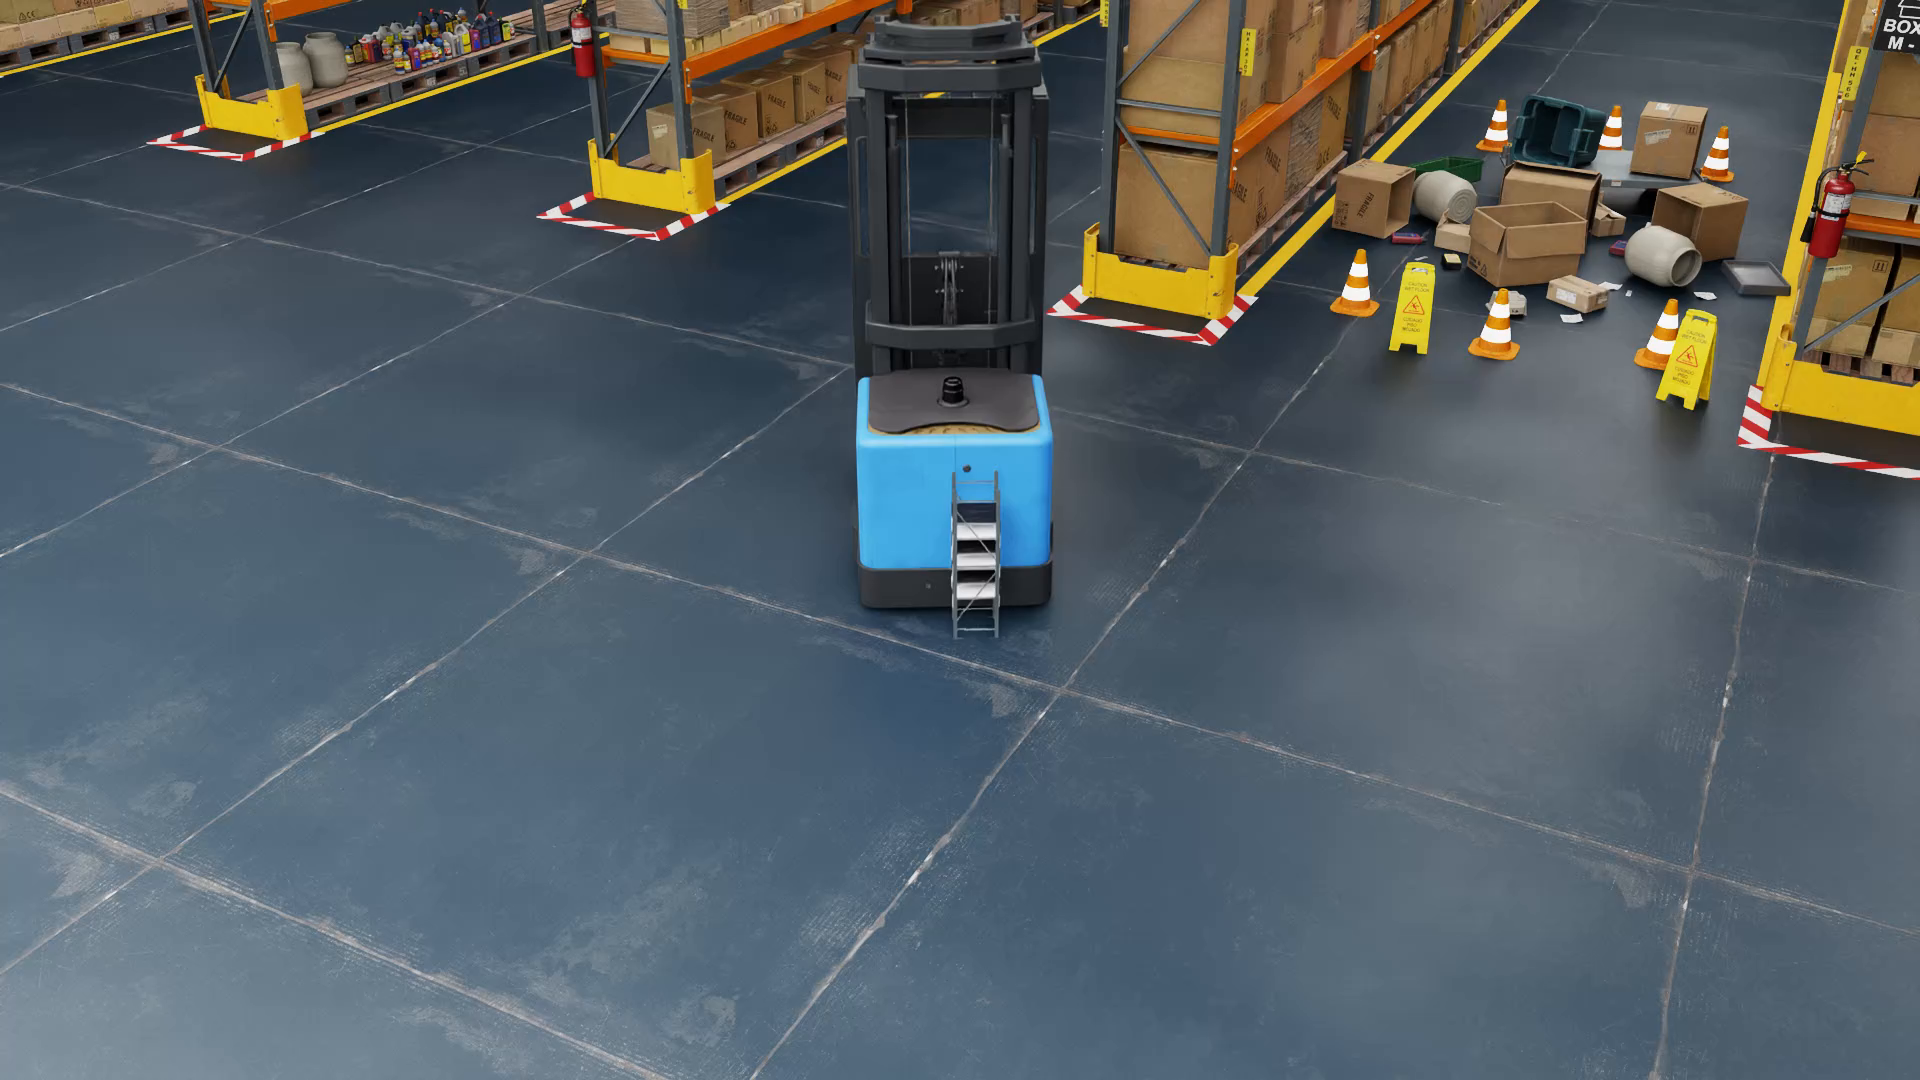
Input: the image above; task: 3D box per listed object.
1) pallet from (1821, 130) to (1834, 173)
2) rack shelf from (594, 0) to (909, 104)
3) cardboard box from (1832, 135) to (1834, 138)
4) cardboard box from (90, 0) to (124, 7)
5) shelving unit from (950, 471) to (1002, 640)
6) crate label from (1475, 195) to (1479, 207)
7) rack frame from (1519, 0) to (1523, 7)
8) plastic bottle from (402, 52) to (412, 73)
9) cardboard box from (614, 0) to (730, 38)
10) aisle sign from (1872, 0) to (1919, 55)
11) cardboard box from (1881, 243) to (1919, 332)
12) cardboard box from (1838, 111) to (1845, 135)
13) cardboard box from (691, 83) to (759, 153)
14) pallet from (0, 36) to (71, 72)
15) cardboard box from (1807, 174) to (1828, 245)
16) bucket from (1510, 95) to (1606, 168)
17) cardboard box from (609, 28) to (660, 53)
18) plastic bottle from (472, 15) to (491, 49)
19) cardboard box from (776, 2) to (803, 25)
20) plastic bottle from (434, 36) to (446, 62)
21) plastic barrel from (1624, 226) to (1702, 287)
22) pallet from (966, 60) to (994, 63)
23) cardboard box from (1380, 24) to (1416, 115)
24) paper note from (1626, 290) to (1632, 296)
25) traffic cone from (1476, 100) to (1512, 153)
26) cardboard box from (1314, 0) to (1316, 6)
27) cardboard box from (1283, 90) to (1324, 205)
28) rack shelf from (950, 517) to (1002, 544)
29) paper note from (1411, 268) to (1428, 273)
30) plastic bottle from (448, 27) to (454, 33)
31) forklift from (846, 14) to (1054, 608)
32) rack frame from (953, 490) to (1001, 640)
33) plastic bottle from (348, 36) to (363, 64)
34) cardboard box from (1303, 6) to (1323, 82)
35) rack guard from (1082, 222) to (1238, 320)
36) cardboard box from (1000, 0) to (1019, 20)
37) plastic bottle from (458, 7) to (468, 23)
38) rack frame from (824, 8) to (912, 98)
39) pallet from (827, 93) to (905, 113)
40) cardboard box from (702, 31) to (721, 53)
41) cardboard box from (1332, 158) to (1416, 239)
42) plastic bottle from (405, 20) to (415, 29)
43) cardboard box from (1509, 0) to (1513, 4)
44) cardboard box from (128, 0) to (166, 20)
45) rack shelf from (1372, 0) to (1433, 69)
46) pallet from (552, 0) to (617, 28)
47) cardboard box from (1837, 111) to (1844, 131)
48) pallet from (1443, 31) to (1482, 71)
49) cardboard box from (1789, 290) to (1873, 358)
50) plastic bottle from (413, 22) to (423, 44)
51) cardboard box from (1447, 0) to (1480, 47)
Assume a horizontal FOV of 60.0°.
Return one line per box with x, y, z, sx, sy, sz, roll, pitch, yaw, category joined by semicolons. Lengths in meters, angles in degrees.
8.735;-3.563;15.742;1.003;0.211;1.213;14;33;23;pallet
-1.906;-4.933;16.051;1.077;0.370;4.000;14;33;23;rack shelf
8.389;-3.479;15.013;0.950;0.372;0.625;16;34;26;cardboard box
-10.506;-6.774;20.121;0.500;0.500;0.500;14;33;23;cardboard box
0.081;0.086;8.694;0.258;0.900;0.210;-1;30;-2;shelving unit
4.497;-3.060;14.942;0.298;0.136;0.250;-7;31;-11;crate label
7.019;-8.508;21.554;1.000;3.000;0.127;14;33;23;rack frame
-6.075;-5.238;18.228;0.097;0.201;0.097;0;30;0;plastic bottle
-2.542;-4.768;14.643;0.875;0.500;0.500;14;33;23;cardboard box
5.719;-3.276;9.832;0.394;0.787;0.004;14;33;23;aisle sign
6.629;-1.731;11.338;0.500;0.500;0.500;13;32;22;cardboard box
6.470;-3.028;11.611;0.500;0.500;0.500;14;33;23;cardboard box
-2.276;-4.002;15.796;0.500;0.500;0.500;24;38;36;cardboard box
-11.323;-5.747;19.545;1.003;0.211;1.213;14;33;23;pallet
6.847;-2.529;12.728;0.500;0.500;0.500;16;34;26;cardboard box
5.365;-3.618;14.799;0.620;0.611;0.726;-14;31;-42;bucket
-2.871;-4.423;14.692;0.380;0.149;0.250;14;33;23;cardboard box
-5.528;-5.861;19.163;0.144;0.351;0.185;13;32;21;plastic bottle
-1.705;-4.965;15.636;0.380;0.149;0.250;14;33;23;cardboard box
-5.829;-5.509;18.629;0.097;0.271;0.097;0;30;0;plastic bottle
5.598;-2.252;13.247;0.421;0.421;0.512;-12;32;-20;plastic barrel
-0.087;-5.811;19.657;1.003;0.211;1.213;14;33;23;pallet
4.020;-4.891;17.092;1.050;0.750;0.750;14;33;23;cardboard box
5.284;-1.949;13.133;0.032;0.001;0.123;14;33;23;paper note
5.330;-4.114;16.449;0.336;0.463;0.334;14;33;23;traffic cone
2.426;-4.624;13.555;0.875;0.550;0.500;14;33;23;cardboard box
2.619;-3.559;14.648;0.875;0.875;0.875;15;33;24;cardboard box
0.081;-0.040;8.620;0.258;0.077;0.200;-1;30;-2;rack shelf
3.759;-2.192;13.538;0.142;0.017;0.144;-25;38;-36;paper note
-5.778;-5.701;18.951;0.061;0.283;0.133;14;33;23;plastic bottle
-0.077;-1.603;9.598;1.130;2.935;3.031;-1;30;-2;forklift
0.085;0.138;8.607;0.240;0.900;0.006;-1;30;-2;rack frame
-6.743;-5.465;18.540;0.061;0.283;0.133;15;33;24;plastic bottle
2.484;-4.141;13.799;0.875;0.550;0.500;14;33;23;cardboard box
1.542;-2.094;12.894;1.175;0.500;0.348;14;33;23;rack guard
0.299;-6.461;20.058;0.700;0.500;0.500;12;32;19;cardboard box
-5.939;-6.221;19.869;0.097;0.271;0.097;0;30;0;plastic bottle
-0.995;-6.132;17.416;1.000;3.000;0.127;14;33;23;rack frame
-1.269;-4.617;17.578;1.003;0.211;1.213;14;33;23;pallet
-2.344;-4.428;14.702;0.380;0.149;0.250;14;33;23;cardboard box
3.581;-2.958;14.396;0.500;0.500;0.500;21;36;32;cardboard box
-6.339;-5.857;19.223;0.061;0.283;0.133;16;33;25;plastic bottle
6.906;-7.221;21.401;0.500;0.500;0.500;14;33;22;cardboard box
-10.280;-6.671;20.694;0.500;0.250;0.500;14;33;23;cardboard box
4.286;-5.536;17.101;1.077;0.370;4.000;14;33;23;rack shelf
-4.526;-6.946;21.634;1.003;0.211;1.213;14;33;23;pallet
6.807;-3.143;12.463;0.380;0.149;0.250;14;33;24;cardboard box
5.554;-5.872;19.763;1.003;0.211;1.213;14;33;23;pallet
6.145;-1.530;11.742;0.500;0.250;0.500;14;33;23;cardboard box
-6.261;-5.842;19.209;0.097;0.271;0.097;0;30;0;plastic bottle
5.746;-6.089;19.429;0.500;0.500;0.500;13;32;21;cardboard box
